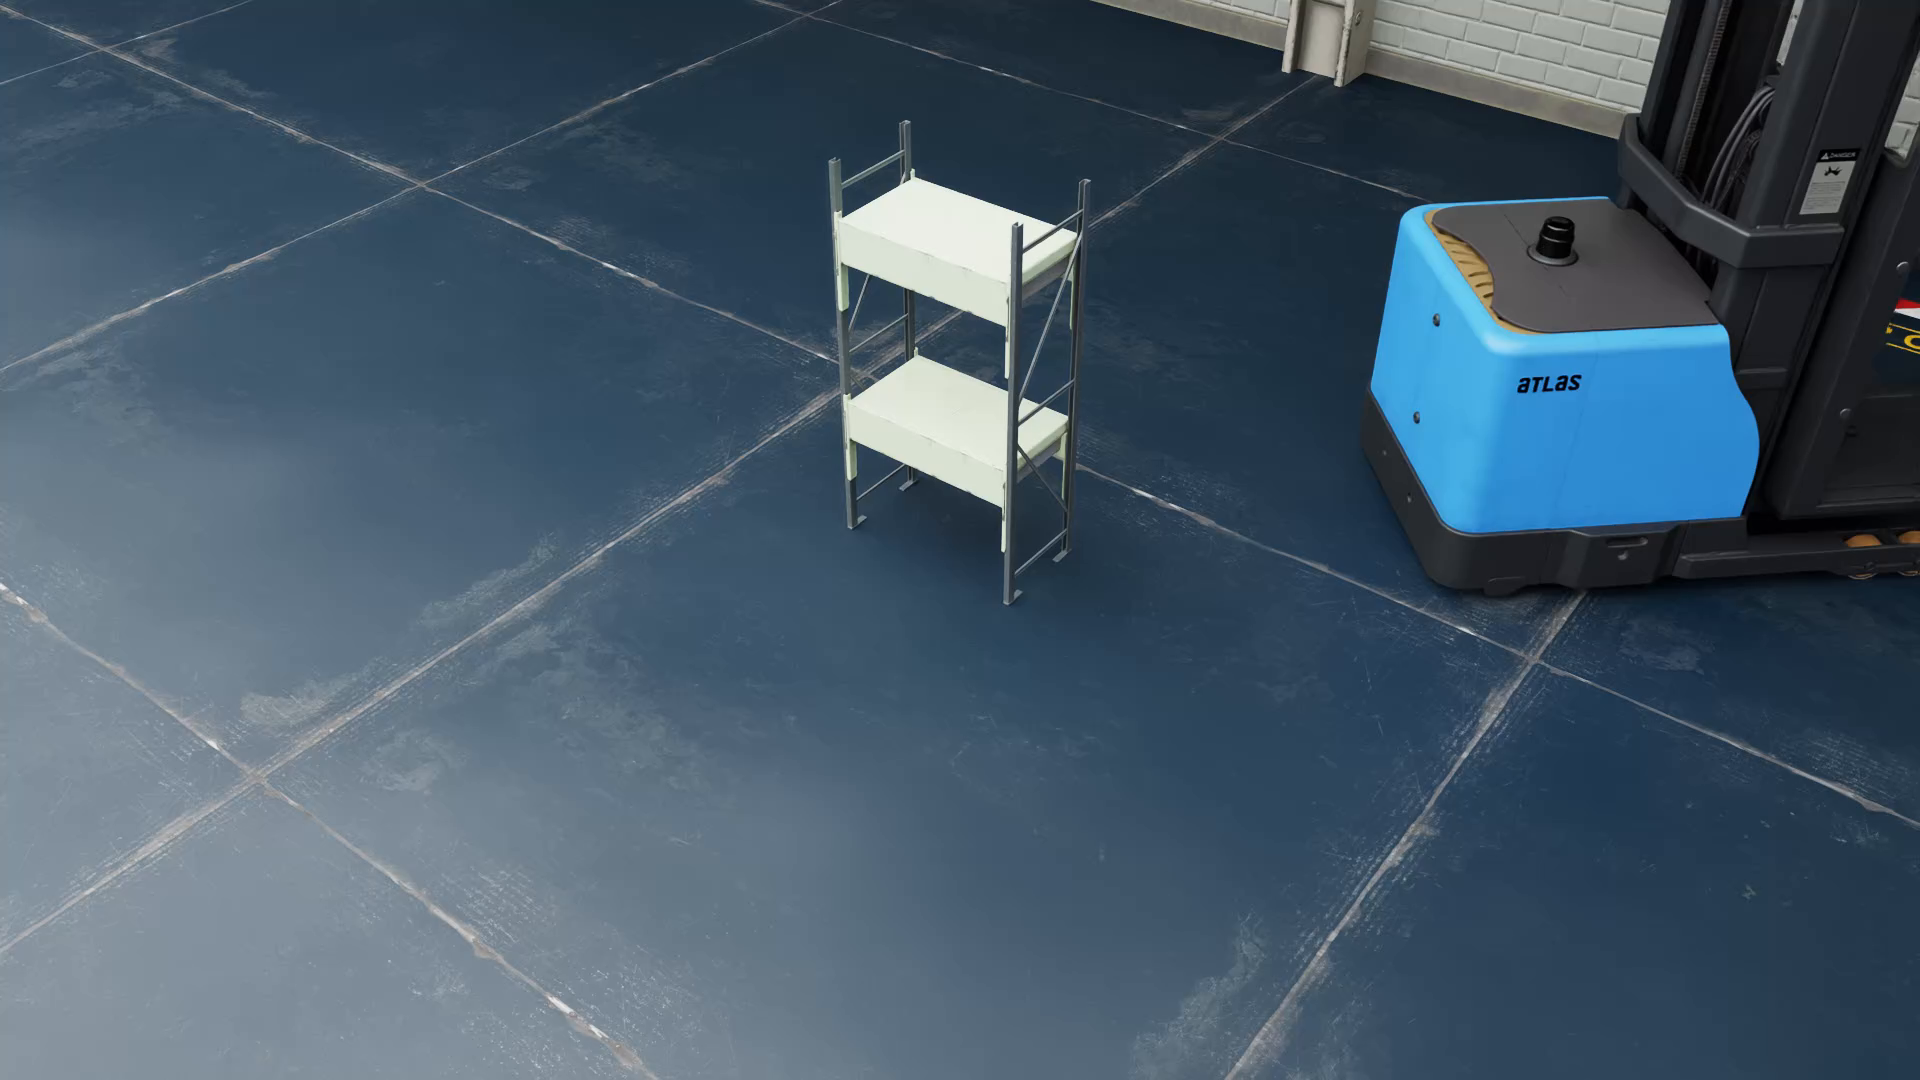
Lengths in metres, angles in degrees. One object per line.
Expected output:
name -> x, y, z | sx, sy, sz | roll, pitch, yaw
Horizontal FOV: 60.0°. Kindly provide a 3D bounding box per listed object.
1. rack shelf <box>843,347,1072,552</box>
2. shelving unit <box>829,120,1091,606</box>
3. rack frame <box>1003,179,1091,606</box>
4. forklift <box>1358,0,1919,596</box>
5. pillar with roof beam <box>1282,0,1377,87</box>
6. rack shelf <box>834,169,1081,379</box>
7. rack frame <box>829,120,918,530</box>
rack shelf -> -0.005, -0.336, 5.992 | 0.720, 0.370, 0.431 | 25, 45, 29
shelving unit -> -0.005, -0.593, 5.791 | 0.755, 1.500, 0.431 | 25, 45, 29
rack frame -> 0.285, -0.456, 5.616 | 0.023, 1.500, 0.400 | 25, 45, 29
forklift -> 3.142, -1.332, 5.574 | 3.031, 2.935, 1.130 | -4, 38, -5
pillar with roof beam -> -0.477, -4.195, 4.309 | 0.400, 9.000, 9.100 | 25, 45, 29
rack shelf -> -0.005, -0.900, 5.550 | 0.720, 0.370, 0.431 | 25, 45, 29
rack frame -> -0.296, -0.730, 5.966 | 0.023, 1.500, 0.400 | 25, 45, 29
